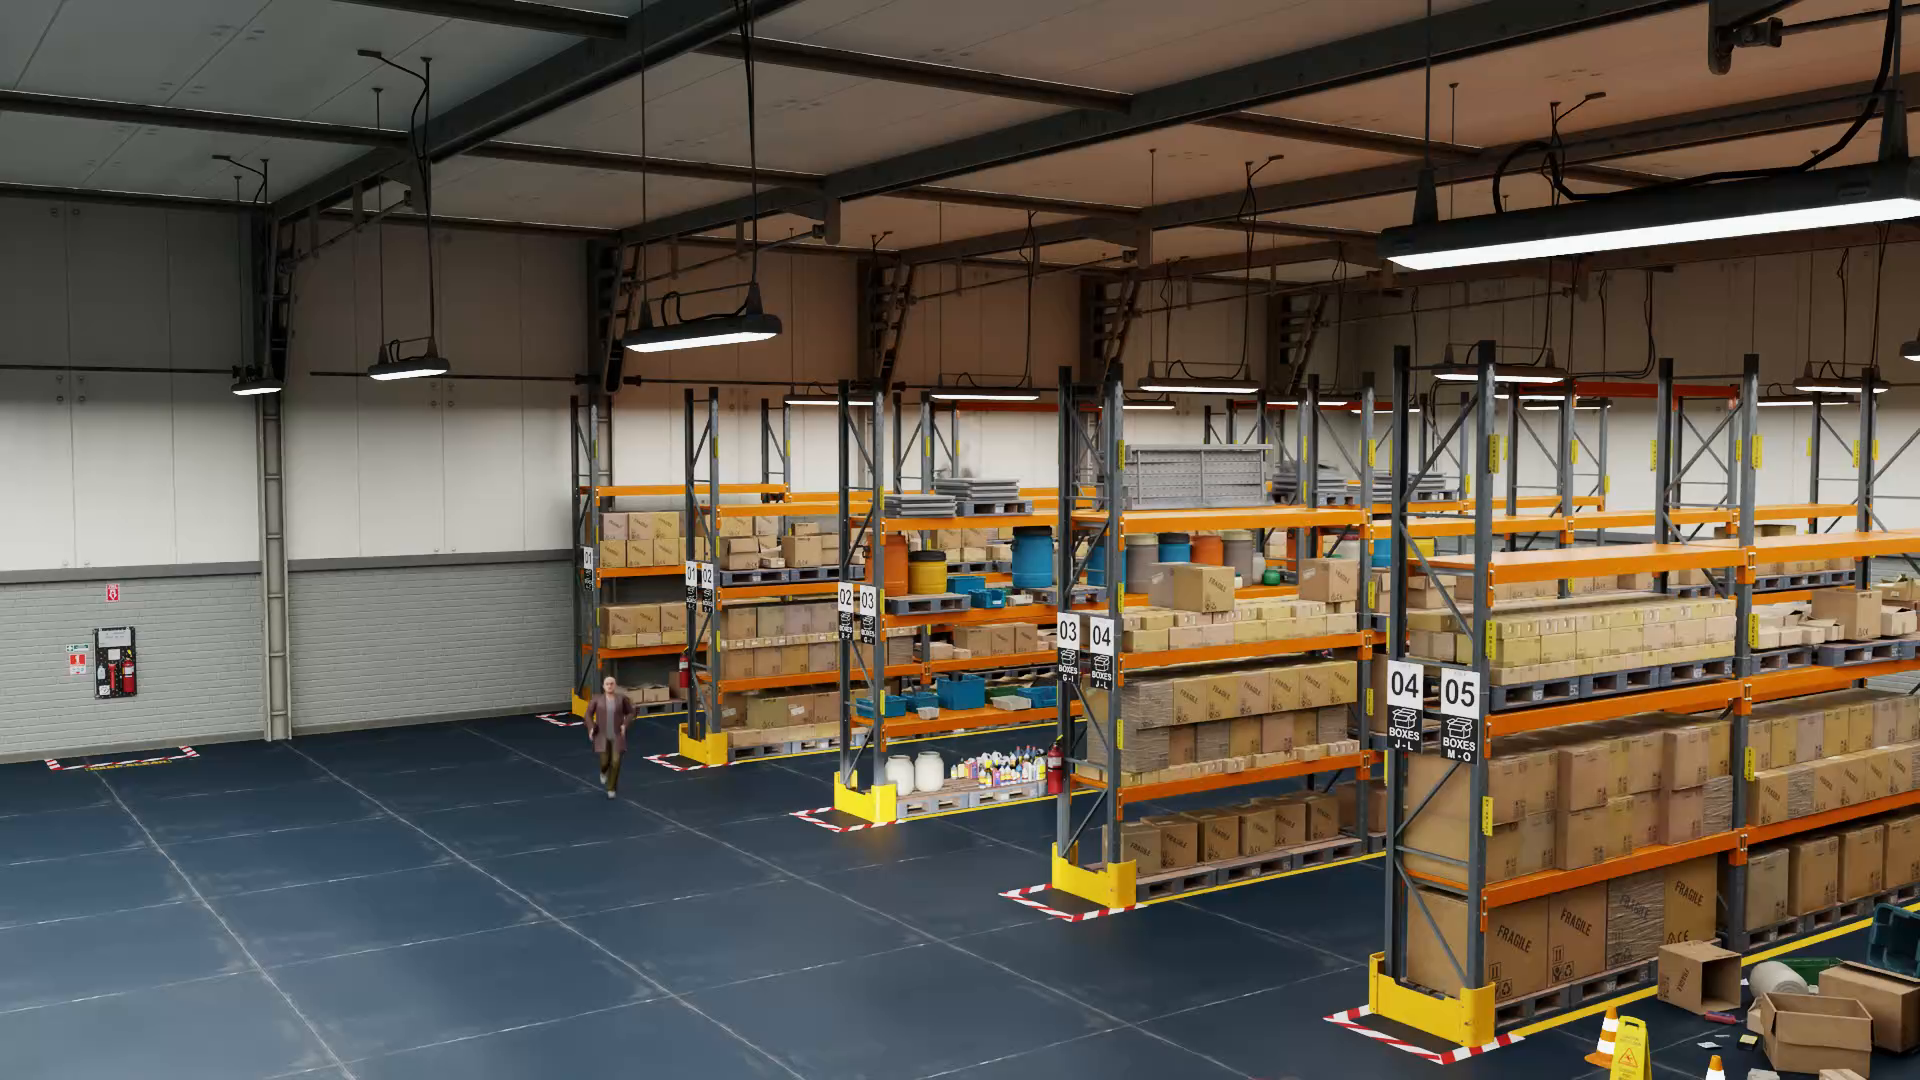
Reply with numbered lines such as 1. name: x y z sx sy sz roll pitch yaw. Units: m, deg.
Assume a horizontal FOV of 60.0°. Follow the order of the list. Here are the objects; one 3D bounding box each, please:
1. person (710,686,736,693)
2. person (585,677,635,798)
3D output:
1. person: -4.037 2.626 28.851 0.598 1.598 0.566 -3 5 -42
2. person: -5.086 2.850 24.182 0.715 1.736 0.657 -1 4 -14
